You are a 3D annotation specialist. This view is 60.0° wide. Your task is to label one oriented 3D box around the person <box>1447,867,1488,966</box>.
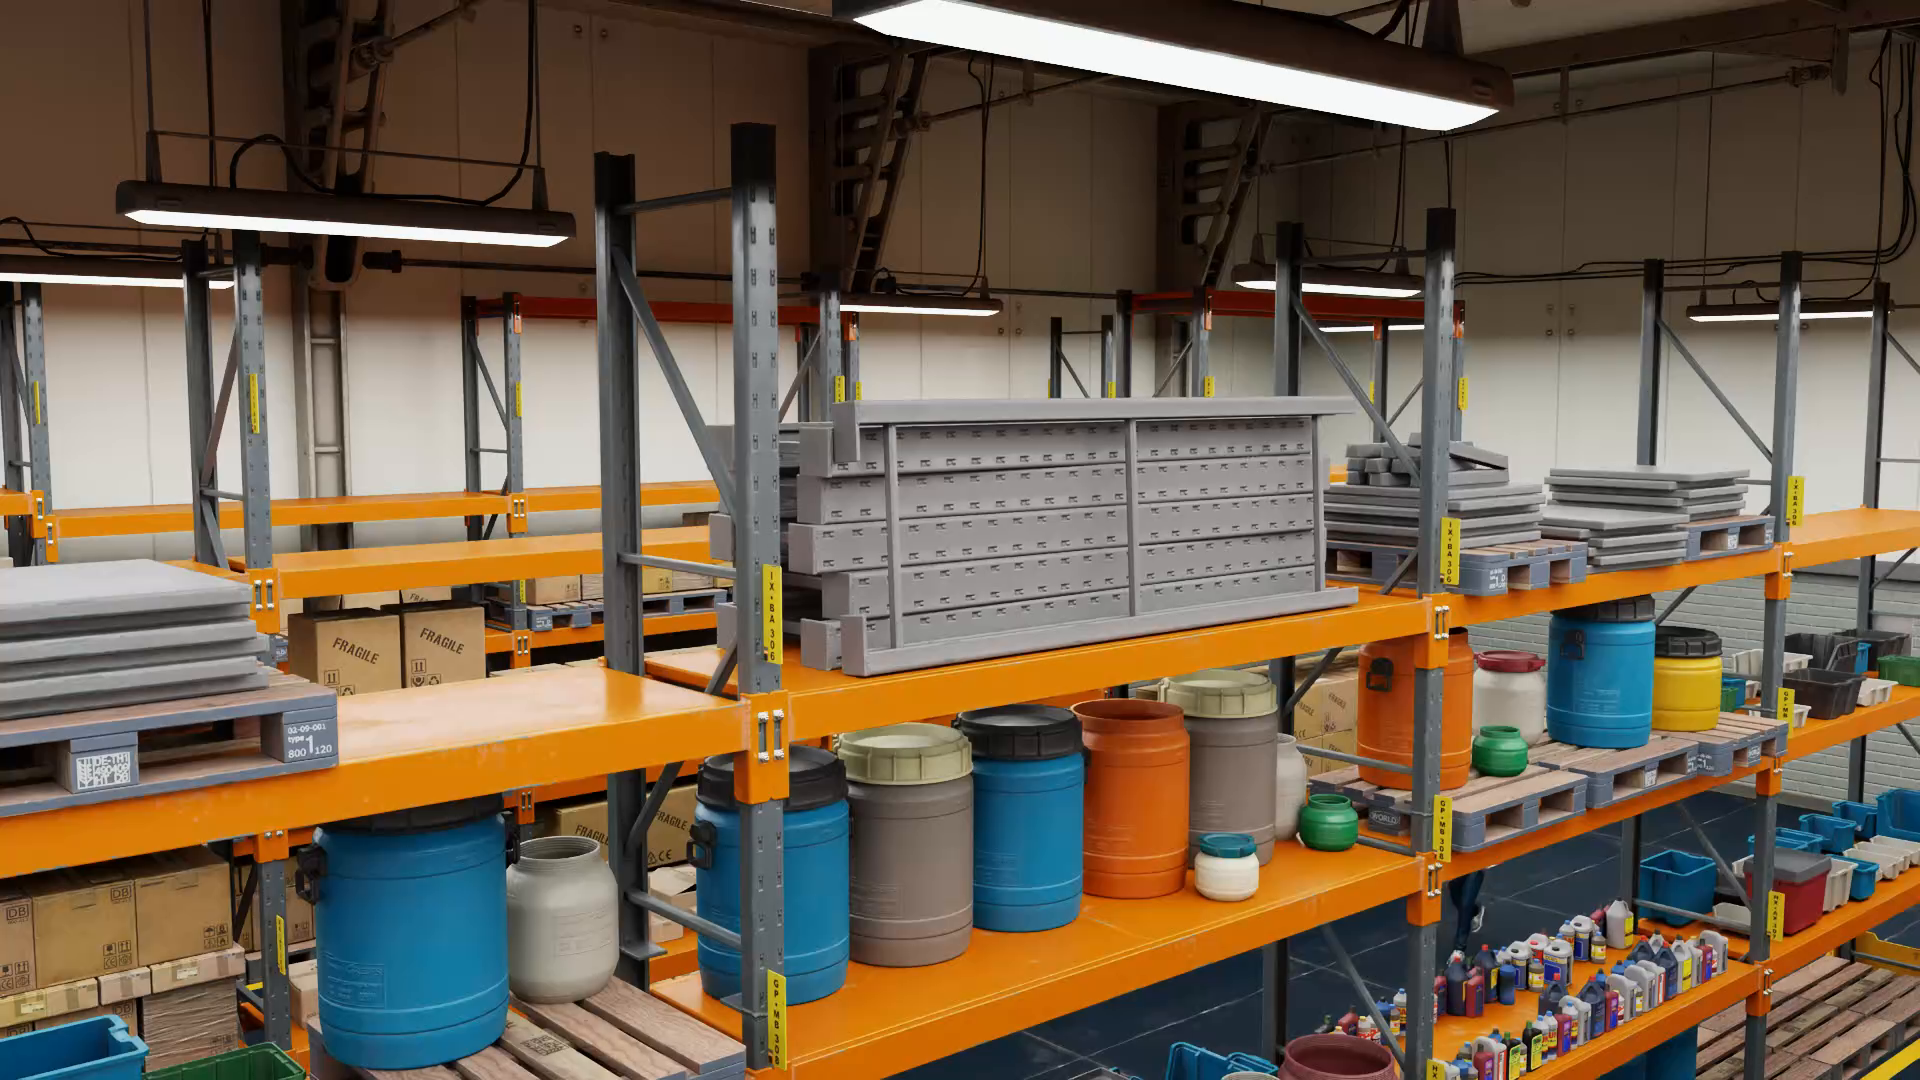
[{"bbox_3d":[4.580,2.961,15.002,0.545,1.592,0.843,4,7,38],"label":"person"}]
